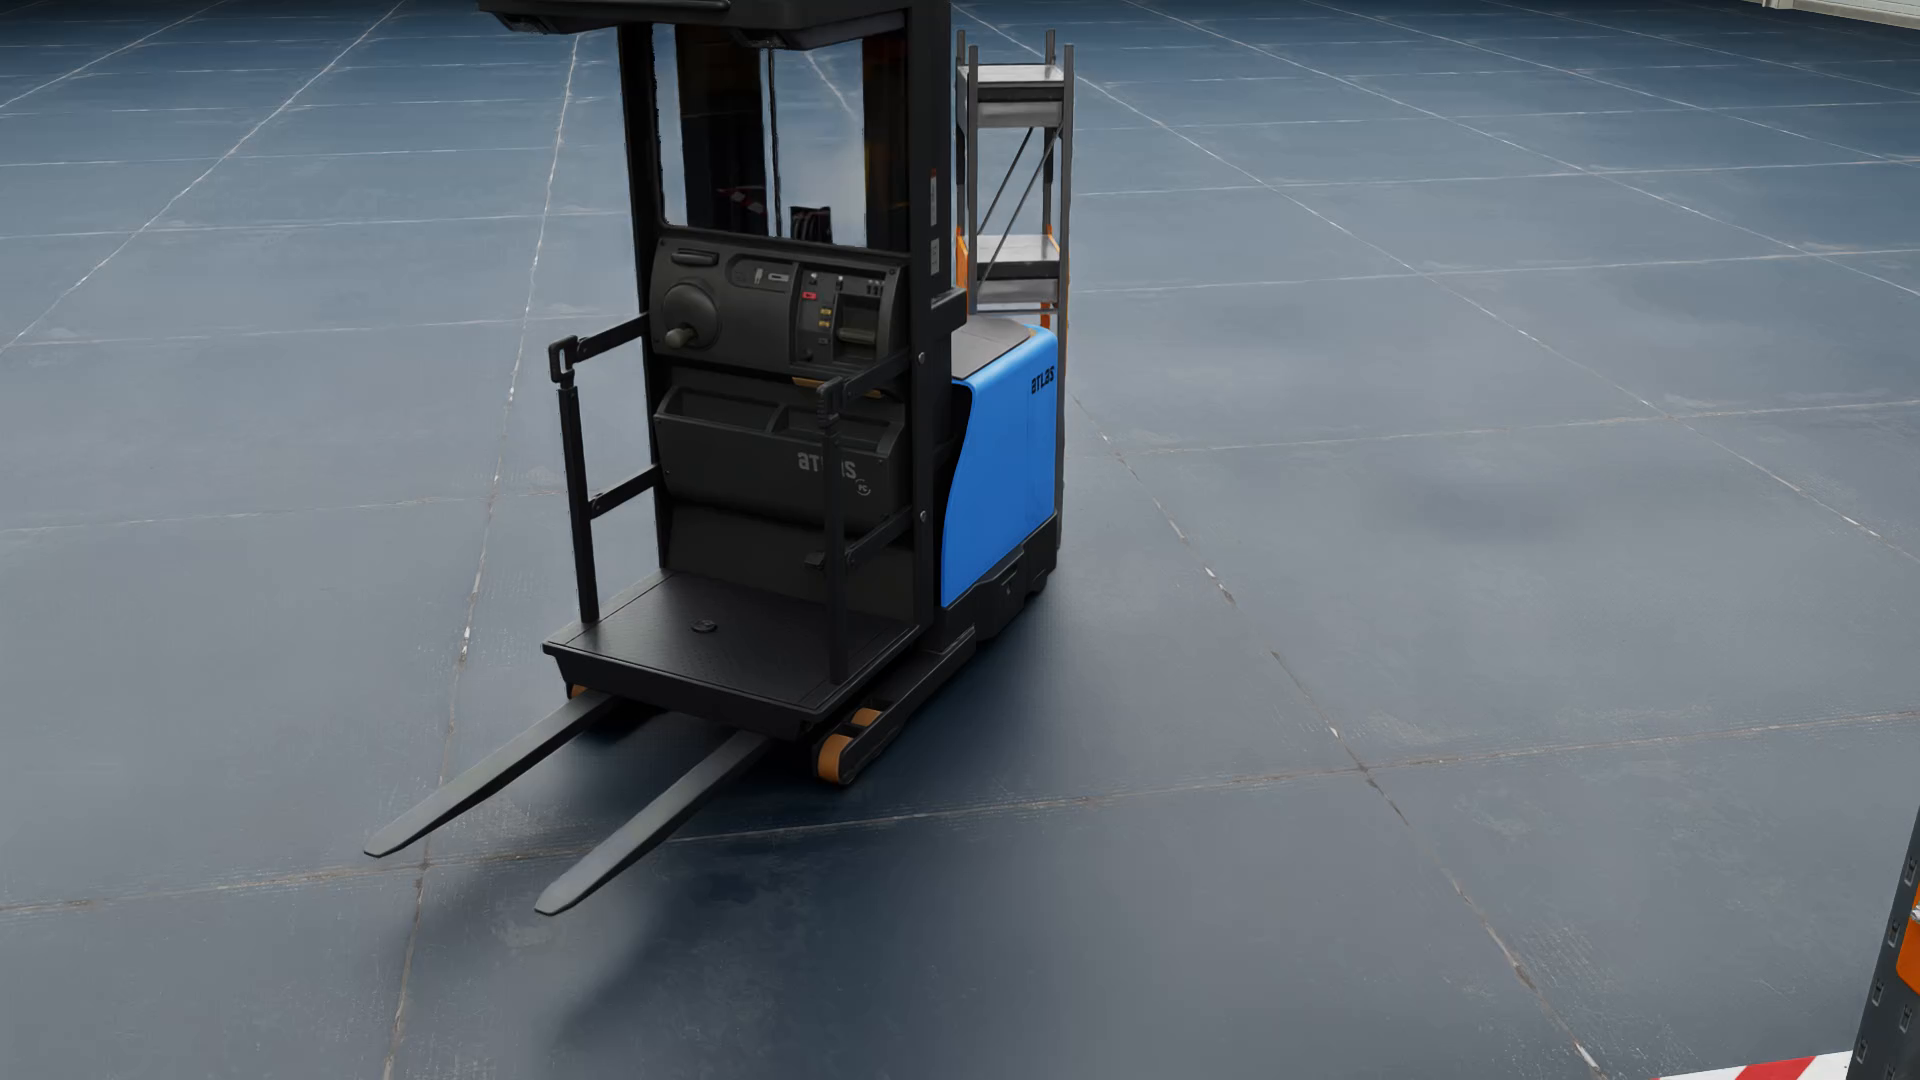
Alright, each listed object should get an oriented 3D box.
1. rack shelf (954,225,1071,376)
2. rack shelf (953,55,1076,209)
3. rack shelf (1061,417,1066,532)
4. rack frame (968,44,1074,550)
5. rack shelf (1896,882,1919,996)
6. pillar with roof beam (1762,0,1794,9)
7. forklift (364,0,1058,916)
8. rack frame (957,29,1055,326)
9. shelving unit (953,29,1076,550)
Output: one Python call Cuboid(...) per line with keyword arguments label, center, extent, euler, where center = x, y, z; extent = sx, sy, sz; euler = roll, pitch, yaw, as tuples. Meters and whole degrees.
Cuboid(label="rack shelf", center=(0.210, -1.001, 6.953), extent=(0.431, 0.518, 0.480), euler=(-2, 24, -5))
Cuboid(label="rack shelf", center=(0.210, -1.643, 6.673), extent=(0.431, 0.518, 0.480), euler=(-2, 24, -5))
Cuboid(label="rack shelf", center=(0.210, -0.360, 7.234), extent=(0.431, 0.518, 0.480), euler=(-2, 24, -5))
Cuboid(label="rack frame", center=(0.233, -0.917, 6.725), extent=(0.400, 2.100, 0.015), euler=(-2, 24, -5))
Cuboid(label="rack shelf", center=(2.586, 1.373, 1.258), extent=(1.077, 0.370, 4.000), euler=(-4, 24, -10))
Cuboid(label="pillar with roof beam", center=(9.130, -12.503, 24.634), extent=(9.100, 9.000, 0.400), euler=(-4, 24, -10))
Cuboid(label="forklift", center=(-0.712, -0.745, 5.293), extent=(1.130, 2.935, 3.031), euler=(11, 26, 24))
Cuboid(label="rack frame", center=(0.187, -1.111, 7.171), extent=(0.400, 2.100, 0.015), euler=(-2, 24, -5))
Cuboid(label="shelving unit", center=(0.210, -1.014, 6.948), extent=(0.431, 2.100, 0.503), euler=(-2, 24, -5))
